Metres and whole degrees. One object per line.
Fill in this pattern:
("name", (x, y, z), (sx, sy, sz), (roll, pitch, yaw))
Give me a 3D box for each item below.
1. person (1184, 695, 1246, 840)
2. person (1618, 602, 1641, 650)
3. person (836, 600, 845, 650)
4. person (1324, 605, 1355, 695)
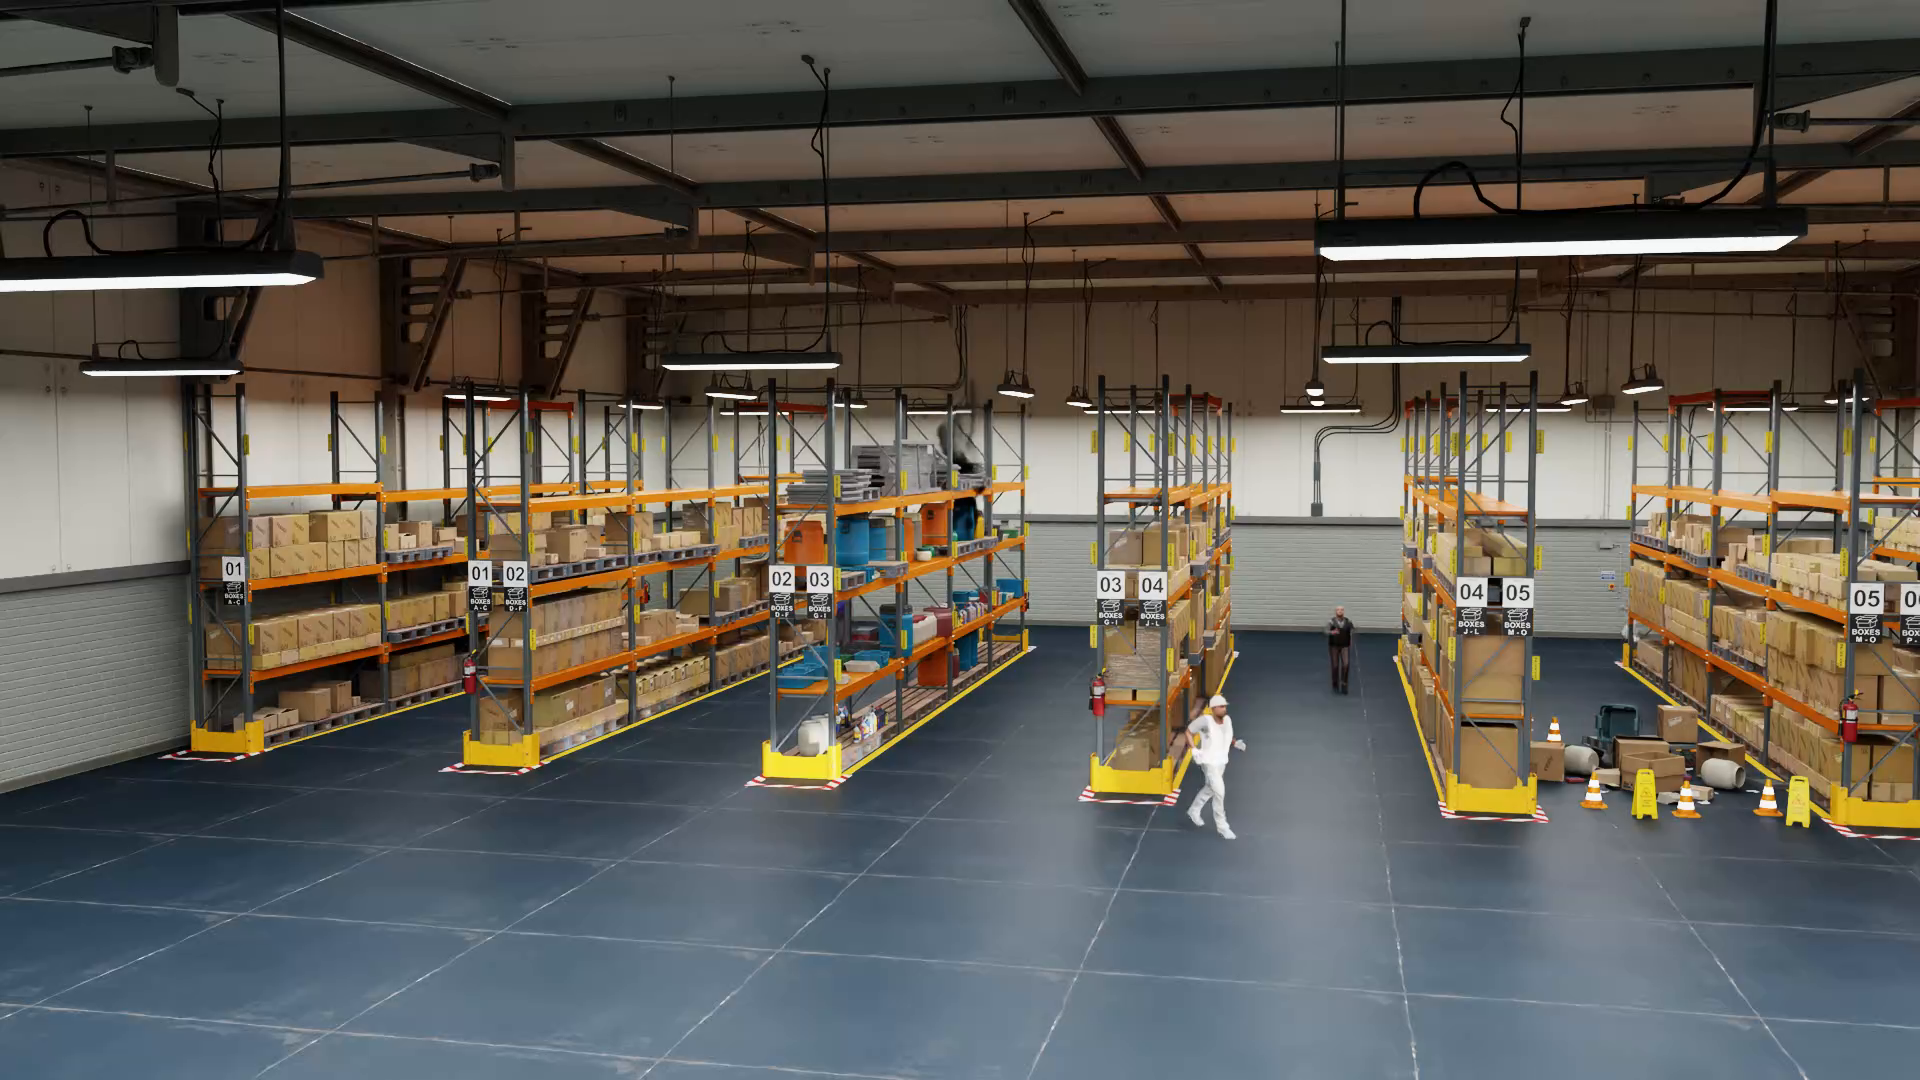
("person", (3.247, 2.891, 21.431), (0.623, 1.817, 0.929), (-3, 4, -42))
("person", (15.836, 1.868, 39.114), (0.661, 1.750, 0.640), (0, 3, 8))
("person", (-2.647, 1.861, 36.091), (0.563, 1.695, 0.711), (0, 3, 8))
("person", (7.691, 2.208, 33.689), (0.641, 1.770, 0.740), (0, 3, 7))
